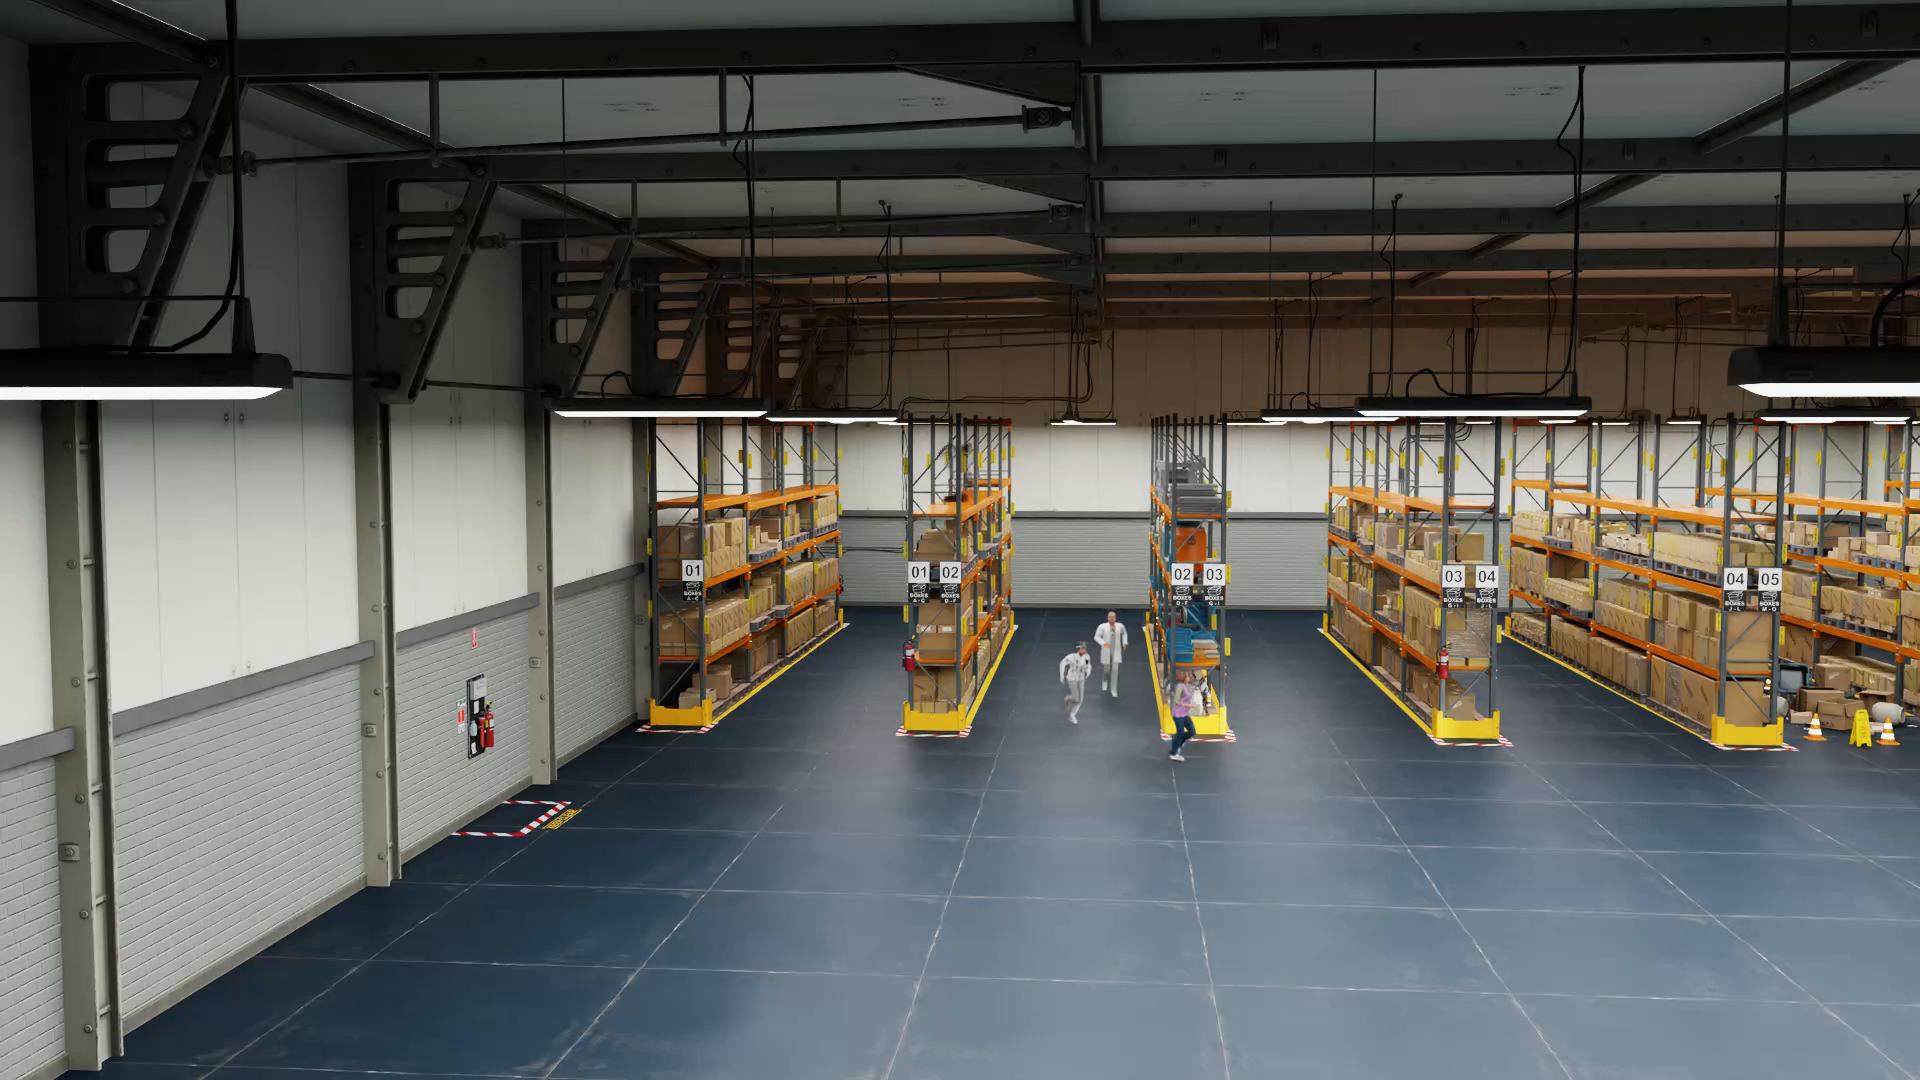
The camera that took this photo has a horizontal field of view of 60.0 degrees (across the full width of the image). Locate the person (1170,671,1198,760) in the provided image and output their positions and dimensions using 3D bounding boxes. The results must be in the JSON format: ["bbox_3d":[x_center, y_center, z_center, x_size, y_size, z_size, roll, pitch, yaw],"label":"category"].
[{"bbox_3d":[3.845,3.018,28.533,0.537,1.566,0.519,2,4,27],"label":"person"}]

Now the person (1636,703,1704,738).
[{"bbox_3d":[17.854,2.640,33.920,7.909,1.650,6.972,0,4,3],"label":"person"}]

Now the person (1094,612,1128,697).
[{"bbox_3d":[3.252,2.430,35.736,0.733,1.791,0.925,0,4,-3],"label":"person"}]

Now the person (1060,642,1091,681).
[{"bbox_3d":[2.292,2.347,32.319,0.603,0.792,0.496,-2,4,-29],"label":"person"}]
